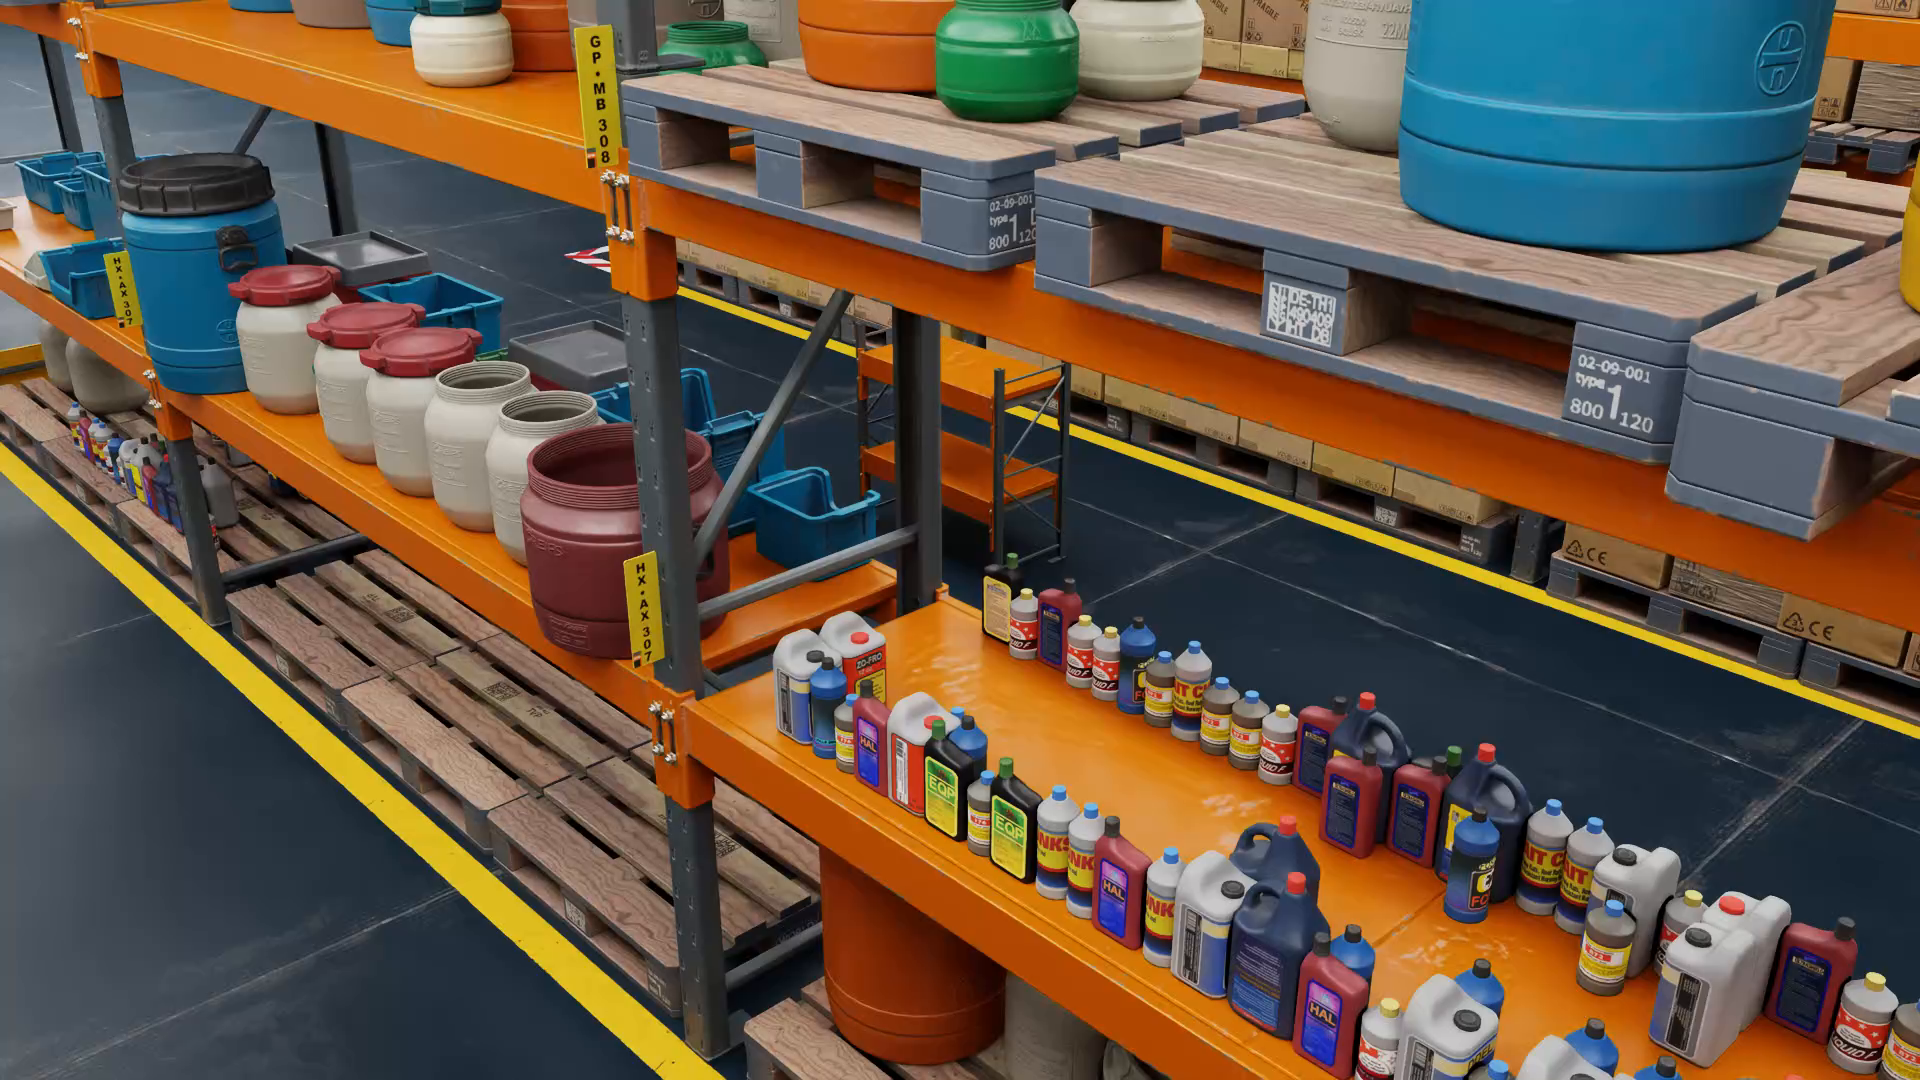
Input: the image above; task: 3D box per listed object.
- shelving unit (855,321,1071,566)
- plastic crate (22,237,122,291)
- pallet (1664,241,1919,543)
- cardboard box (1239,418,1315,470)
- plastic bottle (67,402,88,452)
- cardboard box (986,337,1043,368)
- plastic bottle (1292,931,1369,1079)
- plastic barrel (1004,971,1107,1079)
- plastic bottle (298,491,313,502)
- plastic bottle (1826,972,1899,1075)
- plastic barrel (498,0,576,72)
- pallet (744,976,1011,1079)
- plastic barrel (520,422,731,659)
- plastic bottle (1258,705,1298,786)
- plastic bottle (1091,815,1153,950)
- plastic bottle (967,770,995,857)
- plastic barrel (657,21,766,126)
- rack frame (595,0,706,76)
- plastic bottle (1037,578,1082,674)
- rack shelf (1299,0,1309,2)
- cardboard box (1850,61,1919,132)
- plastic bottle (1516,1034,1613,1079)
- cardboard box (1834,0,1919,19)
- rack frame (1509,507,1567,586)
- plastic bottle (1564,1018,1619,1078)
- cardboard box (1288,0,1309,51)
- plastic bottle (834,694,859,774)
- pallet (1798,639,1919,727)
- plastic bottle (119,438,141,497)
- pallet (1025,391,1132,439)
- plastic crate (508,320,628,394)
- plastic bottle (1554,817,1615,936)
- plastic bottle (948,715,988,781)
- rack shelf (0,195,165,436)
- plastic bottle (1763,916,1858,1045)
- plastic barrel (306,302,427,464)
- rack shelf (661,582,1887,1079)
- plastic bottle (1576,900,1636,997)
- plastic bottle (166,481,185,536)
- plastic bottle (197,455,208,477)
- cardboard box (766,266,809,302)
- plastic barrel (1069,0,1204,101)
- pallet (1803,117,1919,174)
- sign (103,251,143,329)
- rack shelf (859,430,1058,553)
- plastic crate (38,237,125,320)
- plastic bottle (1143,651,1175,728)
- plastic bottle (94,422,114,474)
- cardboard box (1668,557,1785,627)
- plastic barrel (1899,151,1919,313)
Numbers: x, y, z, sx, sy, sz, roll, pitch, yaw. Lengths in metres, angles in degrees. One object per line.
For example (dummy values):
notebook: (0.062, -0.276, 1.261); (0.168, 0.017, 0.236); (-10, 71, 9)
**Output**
shelving unit: (0.005, -0.510, 8.512); (0.538, 1.125, 1.048); (-21, 32, -38)
plastic crate: (-4.489, -1.405, 8.532); (0.530, 0.136, 0.437); (-21, 32, -38)
pallet: (1.666, -0.169, 2.120); (1.213, 0.211, 1.003); (-21, 32, -38)
cardboard box: (1.924, -0.635, 9.335); (0.500, 0.250, 0.500); (-20, 31, -37)
plastic bottle: (-4.917, -0.637, 9.290); (0.097, 0.271, 0.097); (0, 25, 0)
cardboard box: (0.519, -1.256, 10.696); (0.500, 0.250, 0.500); (-22, 33, -40)
plastic bottle: (0.732, 0.913, 3.275); (0.061, 0.283, 0.133); (-21, 32, -38)
plastic barrel: (0.337, 1.337, 4.696); (0.421, 0.512, 0.421); (0, 25, 0)
plastic bottle: (-3.411, -0.349, 8.645); (0.061, 0.283, 0.133); (-21, 32, -38)
plastic bottle: (1.793, 0.949, 3.296); (0.097, 0.201, 0.097); (0, 25, 0)
plastic barrel: (-1.310, -1.961, 5.303); (0.600, 0.830, 0.708); (-21, 32, -38)
pallet: (0.109, 1.603, 4.981); (1.003, 0.211, 1.213); (-21, 32, -38)
plastic barrel: (-0.999, -0.009, 4.992); (0.600, 0.536, 0.708); (-21, 32, -38)
plastic bottle: (0.816, 0.516, 4.244); (0.097, 0.201, 0.097); (0, 25, 0)
plastic bottle: (0.356, 0.746, 3.640); (0.061, 0.283, 0.133); (-21, 32, -38)
plastic bottle: (0.066, 0.644, 3.963); (0.097, 0.201, 0.097); (0, 25, 0)
plastic barrel: (-0.667, -1.247, 4.442); (0.294, 0.245, 0.294); (0, 25, 0)
rack frame: (-0.461, -2.622, 3.655); (1.000, 3.000, 0.127); (-21, 32, -38)
plastic bottle: (0.285, 0.232, 4.768); (0.061, 0.283, 0.133); (-21, 32, -38)
rack shelf: (1.791, -2.940, 8.833); (1.077, 0.370, 4.000); (-21, 32, -38)
cardboard box: (6.443, -3.088, 11.255); (0.500, 0.500, 0.700); (19, 31, 36)
plastic bottle: (1.082, 1.044, 2.997); (0.152, 0.276, 0.135); (-21, 32, -38)
cardboard box: (3.829, -2.430, 6.727); (0.910, 0.500, 0.500); (-21, 32, -38)
rack frame: (3.158, -1.297, 7.978); (1.000, 3.000, 0.127); (-21, 32, -38)
plastic bottle: (1.160, 1.005, 3.088); (0.097, 0.271, 0.097); (0, 25, 0)
cardboard box: (3.143, -4.402, 14.038); (0.500, 0.500, 0.500); (-21, 32, -39)
plastic bottle: (-0.275, 0.493, 4.295); (0.097, 0.201, 0.097); (0, 25, 0)
pallet: (4.470, 0.579, 7.228); (1.003, 0.211, 1.213); (-21, 32, -38)
plastic bottle: (-4.305, -0.385, 8.732); (0.152, 0.276, 0.135); (-21, 32, -38)
pallet: (0.956, -1.028, 10.748); (1.003, 0.211, 1.213); (-21, 32, -38)
plastic crate: (-1.342, -0.498, 6.151); (0.402, 0.464, 0.583); (-21, 32, -38)
plastic bottle: (1.385, 0.736, 3.678); (0.097, 0.271, 0.097); (0, 25, 0)
plastic bottle: (0.019, 0.555, 4.075); (0.097, 0.271, 0.097); (0, 25, 0)
rack shelf: (-4.561, -1.383, 9.034); (1.077, 0.370, 4.000); (-21, 32, -38)
plastic bottle: (1.727, 0.871, 3.367); (0.061, 0.283, 0.133); (-21, 32, -38)
plastic barrel: (-2.199, -0.592, 6.270); (0.433, 0.535, 0.433); (0, 25, 0)
rack shelf: (0.906, 1.041, 3.721); (1.077, 0.370, 4.000); (-21, 32, -38)
plastic bottle: (1.365, 0.852, 3.508); (0.097, 0.201, 0.097); (0, 25, 0)
plastic bottle: (-3.845, -0.213, 8.264); (0.144, 0.351, 0.185); (-22, 33, -40)
plastic bottle: (-3.885, -0.286, 8.516); (0.152, 0.276, 0.135); (-21, 32, -38)
cardboard box: (-1.082, -1.980, 12.283); (0.500, 0.250, 0.500); (-21, 32, -38)
plastic barrel: (0.379, -1.102, 3.598); (0.301, 0.262, 0.301); (0, 25, 0)
pallet: (6.206, -2.801, 11.508); (1.213, 0.211, 1.003); (-21, 32, -38)
sign: (-3.604, -1.078, 7.165); (0.100, 0.325, 0.005); (-21, 32, -38)
rack shelf: (0.005, -0.287, 8.614); (0.538, 0.278, 1.000); (-21, 32, -38)
plastic crate: (-4.149, -1.295, 8.154); (0.499, 0.251, 0.616); (-21, 32, -38)
plastic bottle: (0.550, 0.398, 4.503); (0.097, 0.201, 0.097); (0, 25, 0)
plastic bottle: (-4.614, -0.503, 8.996); (0.097, 0.271, 0.097); (0, 25, 0)
cardboard box: (3.622, 0.017, 7.581); (0.500, 0.500, 0.500); (22, 33, 40)
plastic barrel: (1.501, -0.541, 1.975); (0.600, 0.588, 0.600); (0, 25, 0)
